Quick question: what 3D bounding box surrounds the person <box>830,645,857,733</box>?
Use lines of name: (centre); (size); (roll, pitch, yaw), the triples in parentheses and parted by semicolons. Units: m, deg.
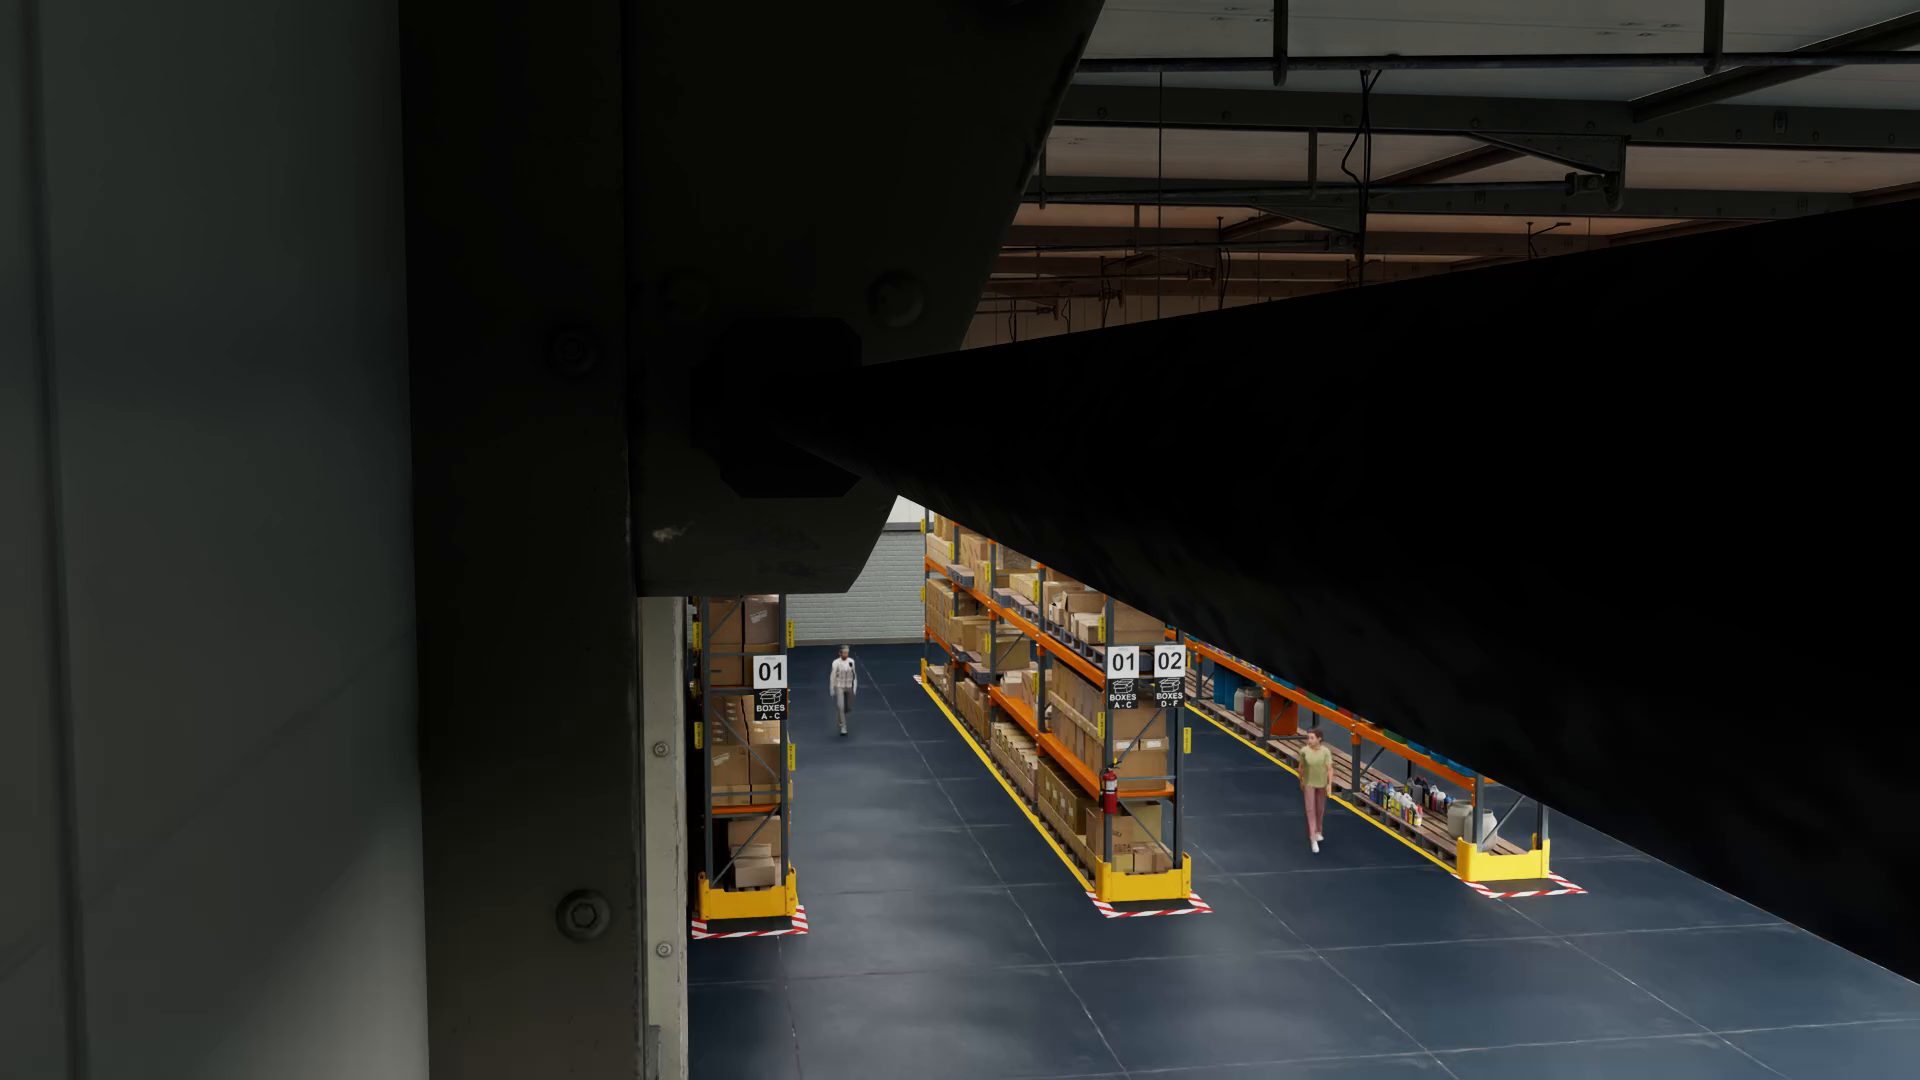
person: (-2.197, 2.762, 31.239); (0.516, 1.633, 0.929); (-2, 6, -26)

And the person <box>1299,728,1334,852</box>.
person: (4.974, 3.449, 23.217); (0.470, 1.637, 0.894); (1, 5, 9)
